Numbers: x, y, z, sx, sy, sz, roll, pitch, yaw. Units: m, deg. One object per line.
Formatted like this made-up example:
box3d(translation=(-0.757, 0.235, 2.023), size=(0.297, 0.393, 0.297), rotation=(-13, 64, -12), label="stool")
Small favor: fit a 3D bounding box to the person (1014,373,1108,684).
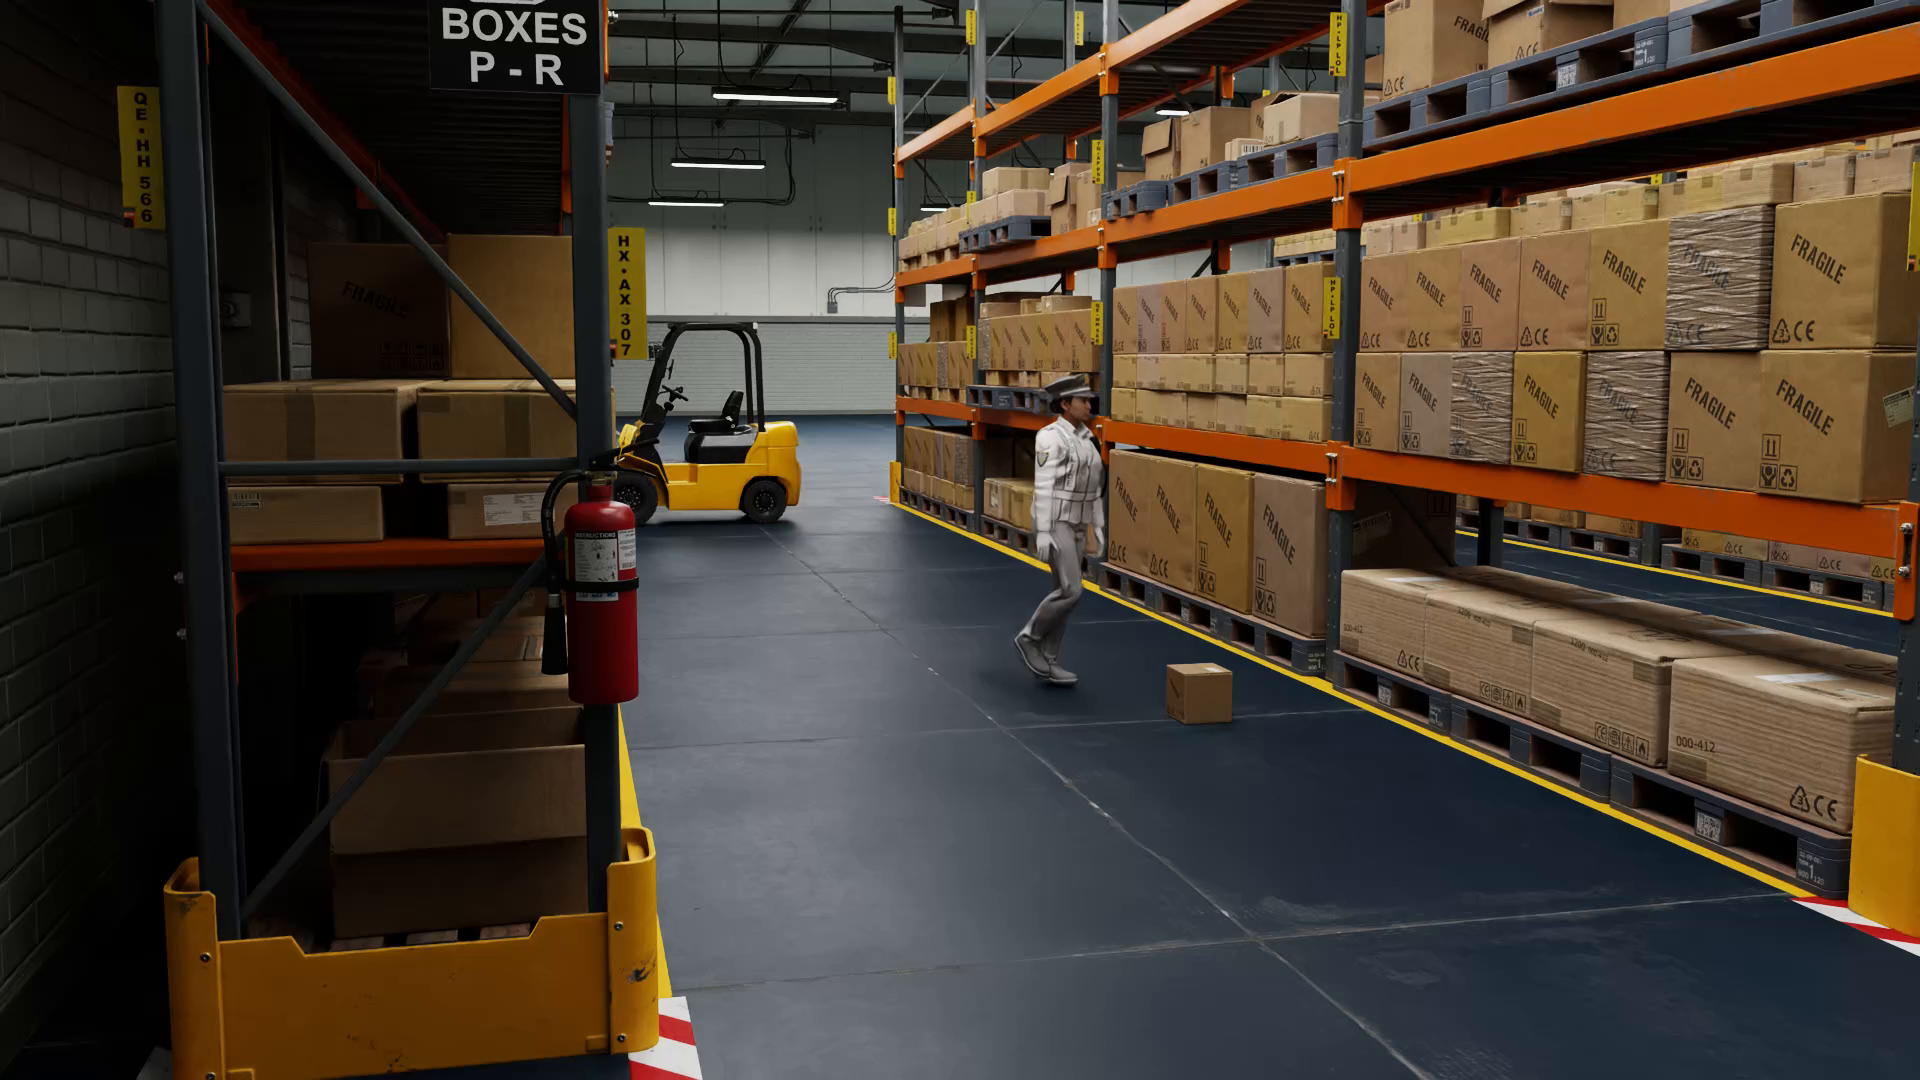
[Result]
box3d(translation=(0.555, -0.063, 8.990), size=(0.442, 1.676, 0.551), rotation=(5, 8, 39), label="person")
